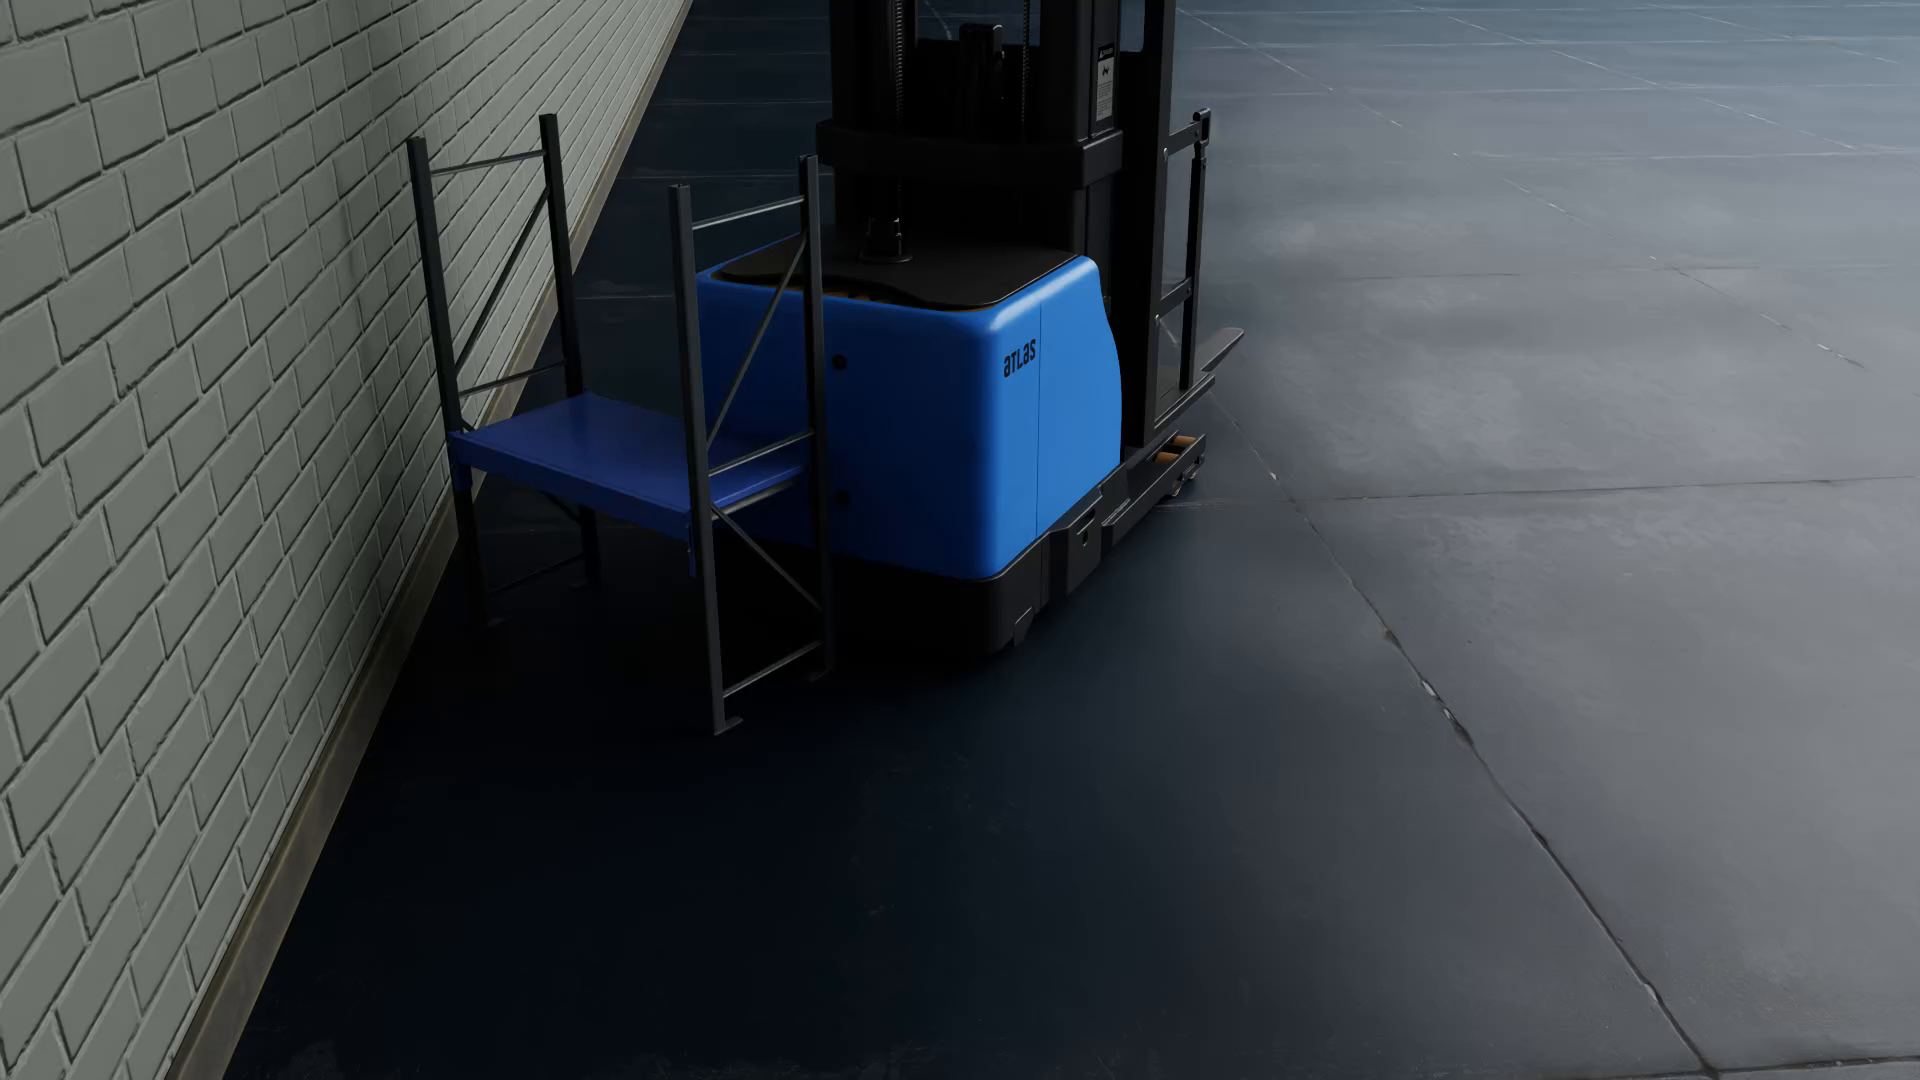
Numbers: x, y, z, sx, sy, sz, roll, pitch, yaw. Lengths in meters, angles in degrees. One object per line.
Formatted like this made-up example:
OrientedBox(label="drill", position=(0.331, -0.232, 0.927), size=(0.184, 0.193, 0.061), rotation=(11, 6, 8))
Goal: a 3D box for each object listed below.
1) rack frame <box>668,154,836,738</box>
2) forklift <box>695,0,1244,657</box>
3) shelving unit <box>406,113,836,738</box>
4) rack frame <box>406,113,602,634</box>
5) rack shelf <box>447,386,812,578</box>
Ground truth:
OrientedBox(label="rack frame", position=(-0.530, -0.230, 4.421), size=(0.032, 1.500, 0.500), rotation=(17, 29, 34))
OrientedBox(label="forklift", position=(0.274, -1.566, 5.665), size=(1.130, 2.935, 3.031), rotation=(11, 26, 24))
OrientedBox(label="shelving unit", position=(-0.935, -0.355, 4.703), size=(1.048, 1.500, 0.538), rotation=(17, 29, 34))
OrientedBox(label="rack frame", position=(-1.339, -0.480, 4.984), size=(0.032, 1.500, 0.500), rotation=(17, 29, 34))
OrientedBox(label="rack shelf", position=(-0.935, -0.191, 4.776), size=(1.000, 0.185, 0.538), rotation=(17, 29, 34))
